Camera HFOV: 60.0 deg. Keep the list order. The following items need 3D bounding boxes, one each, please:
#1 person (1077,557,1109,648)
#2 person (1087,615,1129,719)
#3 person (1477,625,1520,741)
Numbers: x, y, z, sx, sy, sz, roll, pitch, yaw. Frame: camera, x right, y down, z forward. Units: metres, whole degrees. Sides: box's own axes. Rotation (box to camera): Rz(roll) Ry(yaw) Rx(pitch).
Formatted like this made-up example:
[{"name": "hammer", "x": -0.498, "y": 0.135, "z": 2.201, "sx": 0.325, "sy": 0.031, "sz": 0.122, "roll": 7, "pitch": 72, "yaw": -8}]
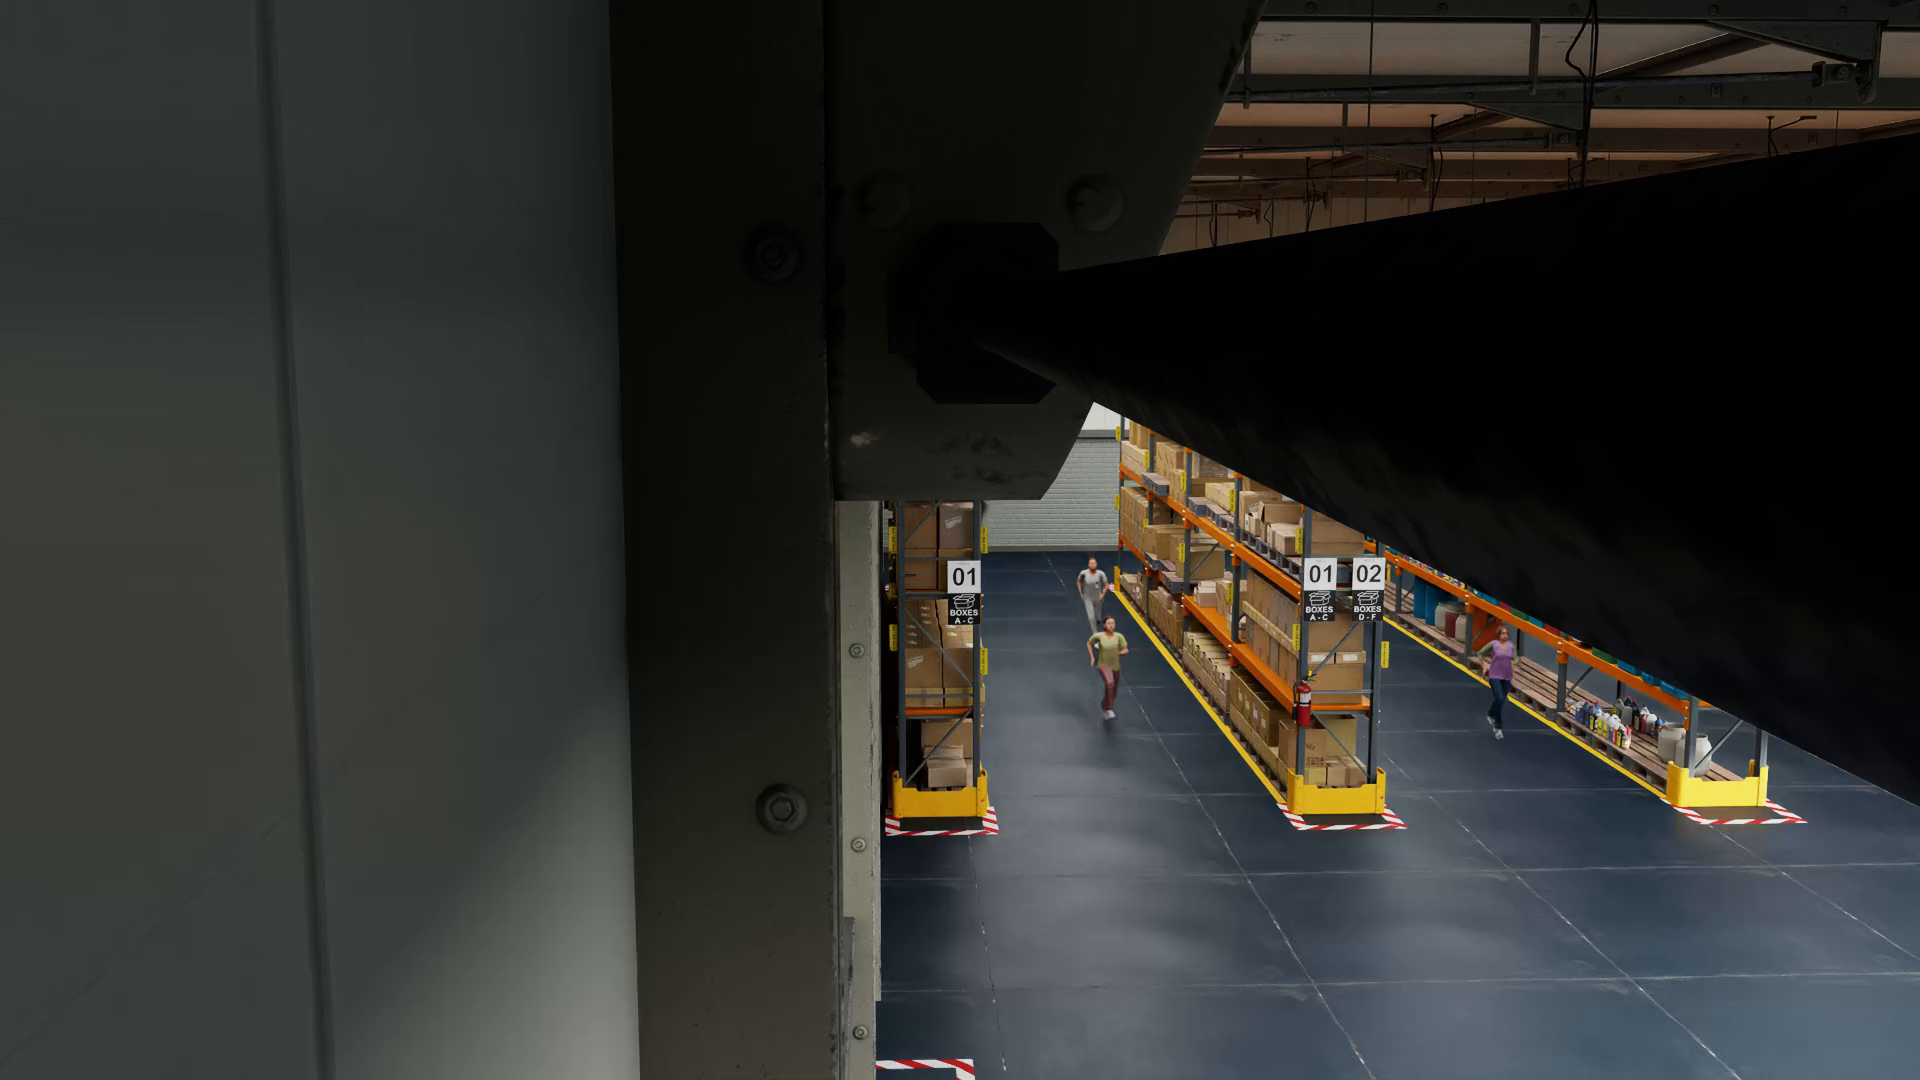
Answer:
[{"name": "person", "x": 2.449, "y": 1.113, "z": 30.767, "sx": 0.589, "sy": 1.647, "sz": 0.790, "roll": 0, "pitch": 8, "yaw": 3}, {"name": "person", "x": 2.210, "y": 1.914, "z": 24.675, "sx": 0.568, "sy": 1.630, "sz": 0.940, "roll": -2, "pitch": 8, "yaw": -12}, {"name": "person", "x": 7.873, "y": 2.050, "z": 24.283, "sx": 0.510, "sy": 1.642, "sz": 0.733, "roll": -1, "pitch": 8, "yaw": -9}]
